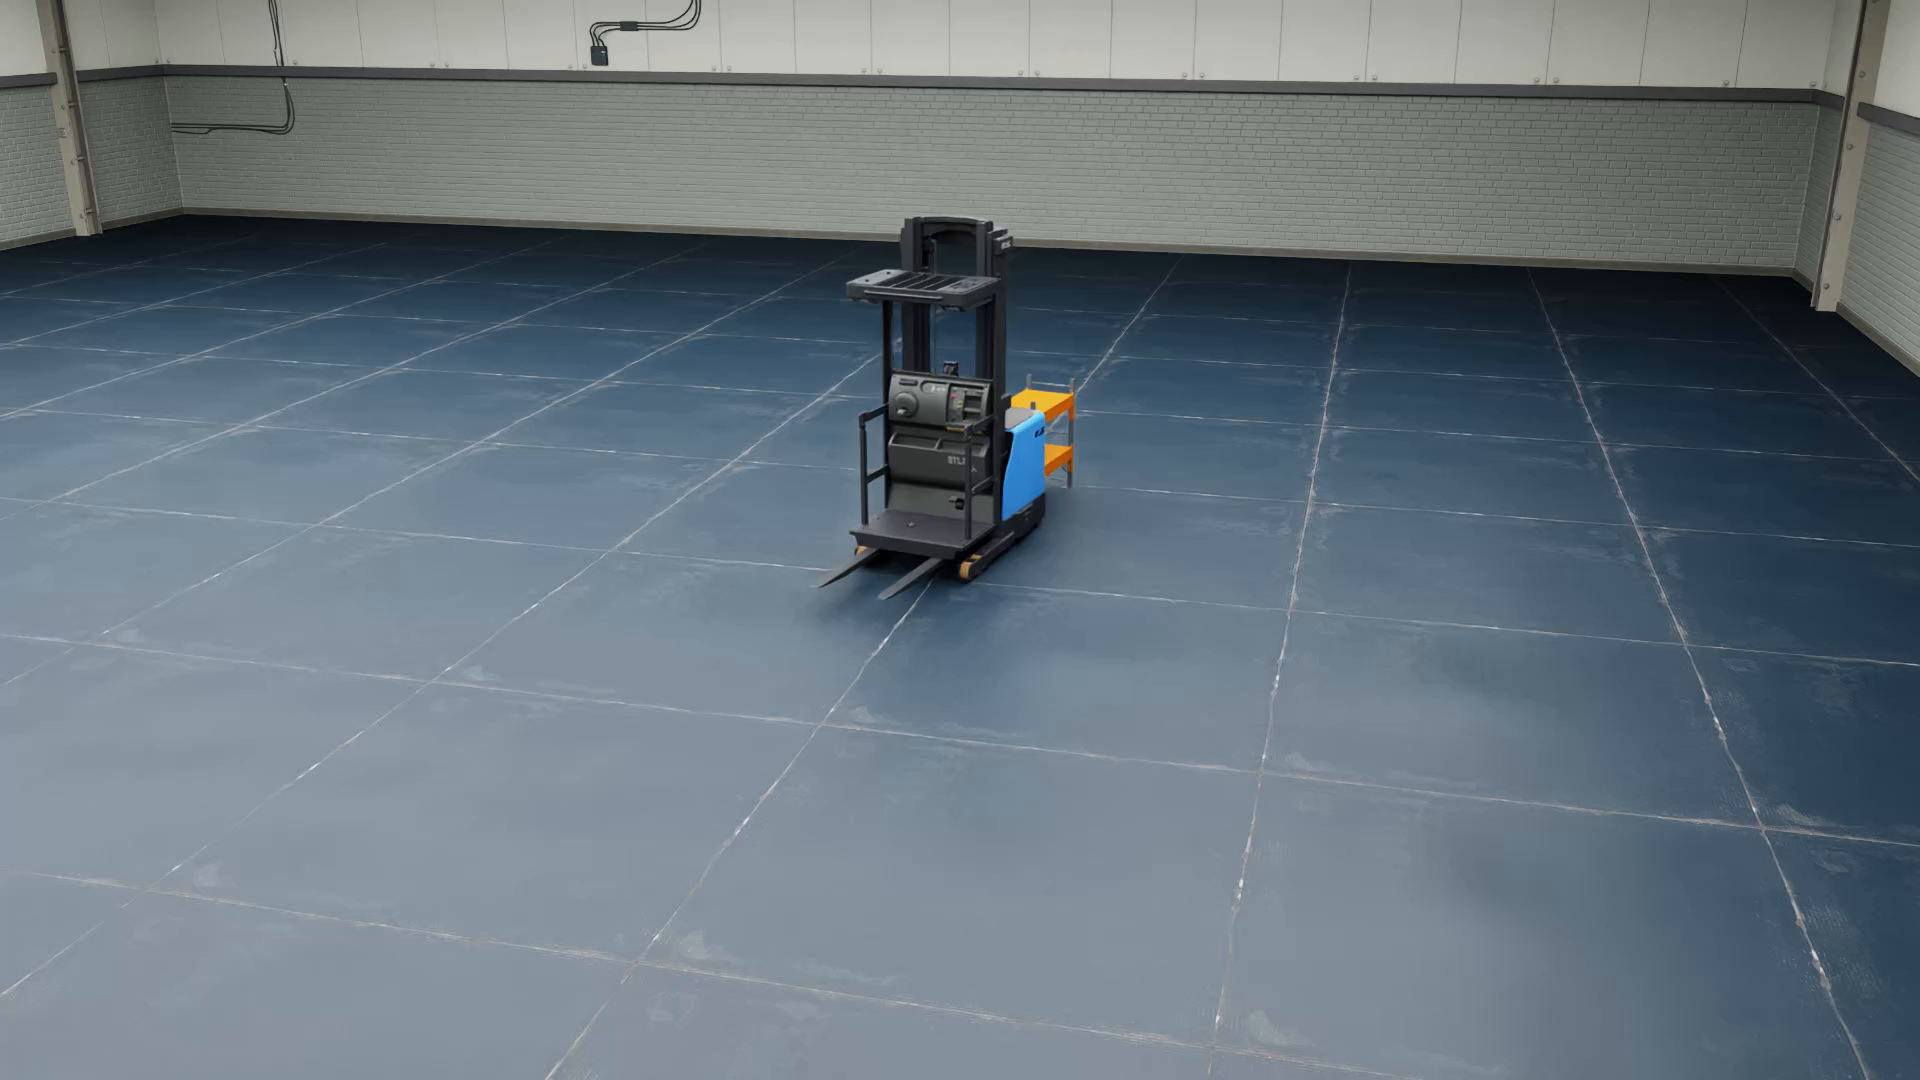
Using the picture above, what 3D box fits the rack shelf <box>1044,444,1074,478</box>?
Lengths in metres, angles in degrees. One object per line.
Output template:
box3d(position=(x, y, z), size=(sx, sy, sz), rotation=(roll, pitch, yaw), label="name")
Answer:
box3d(position=(0.686, -0.704, 16.265), size=(0.538, 0.278, 1.000), rotation=(8, 21, 23), label="rack shelf")

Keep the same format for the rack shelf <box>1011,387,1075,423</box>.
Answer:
box3d(position=(0.686, -1.212, 16.091), size=(0.538, 0.278, 1.000), rotation=(8, 21, 23), label="rack shelf")

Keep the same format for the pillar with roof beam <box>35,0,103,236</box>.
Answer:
box3d(position=(-13.058, -9.969, 30.452), size=(9.100, 9.000, 0.400), rotation=(5, 19, 13), label="pillar with roof beam")

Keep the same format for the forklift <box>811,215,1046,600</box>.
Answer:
box3d(position=(-0.270, -1.197, 14.157), size=(1.130, 2.935, 3.031), rotation=(8, 21, 23), label="forklift")

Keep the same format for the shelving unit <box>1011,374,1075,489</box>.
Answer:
box3d(position=(0.686, -0.935, 16.186), size=(0.538, 1.125, 1.048), rotation=(8, 21, 23), label="shelving unit")

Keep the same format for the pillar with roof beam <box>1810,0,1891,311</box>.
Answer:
box3d(position=(9.139, -8.161, 25.160), size=(9.100, 9.000, 0.400), rotation=(5, 19, 13), label="pillar with roof beam")

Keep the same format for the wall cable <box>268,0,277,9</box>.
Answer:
box3d(position=(-12.607, -11.835, 32.905), size=(3.097, 2.526, 0.112), rotation=(5, 19, 13), label="wall cable")

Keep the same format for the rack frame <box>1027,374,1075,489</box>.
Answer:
box3d(position=(0.897, -1.085, 16.623), size=(0.500, 1.125, 0.032), rotation=(8, 21, 23), label="rack frame")

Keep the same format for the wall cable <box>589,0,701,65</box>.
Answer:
box3d(position=(-6.028, -11.983, 31.086), size=(2.305, 6.003, 0.169), rotation=(5, 19, 13), label="wall cable")

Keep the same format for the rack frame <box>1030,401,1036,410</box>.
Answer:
box3d(position=(0.474, -0.786, 15.748), size=(0.500, 1.125, 0.032), rotation=(8, 21, 23), label="rack frame")

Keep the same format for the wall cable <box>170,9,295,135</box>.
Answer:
box3d(position=(-15.230, -9.659, 34.347), size=(3.097, 2.526, 0.112), rotation=(5, 19, 13), label="wall cable")
